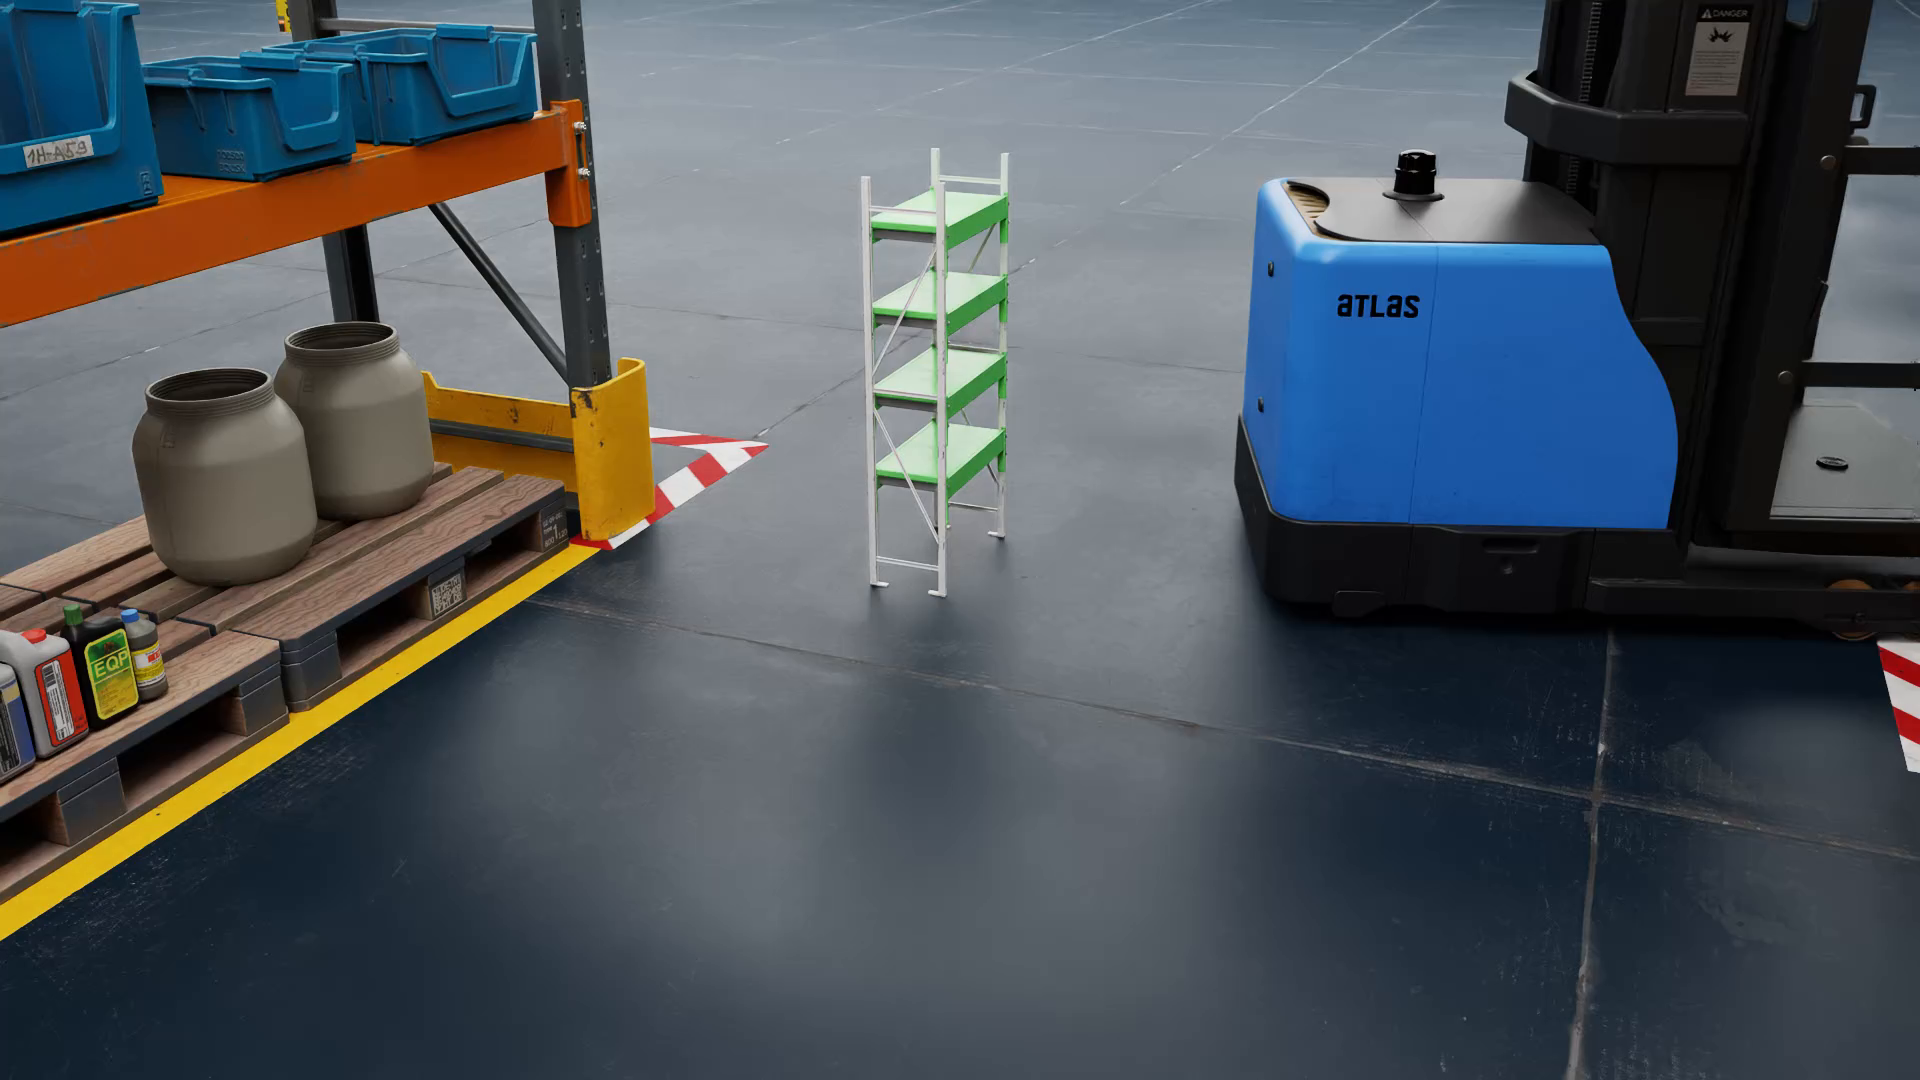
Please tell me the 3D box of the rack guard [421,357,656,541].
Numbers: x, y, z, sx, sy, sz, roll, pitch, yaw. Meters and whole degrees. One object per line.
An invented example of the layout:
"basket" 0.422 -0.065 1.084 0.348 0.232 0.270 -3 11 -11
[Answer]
"rack guard" -1.591 -0.365 5.474 1.175 0.500 0.348 9 24 20

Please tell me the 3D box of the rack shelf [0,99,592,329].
"rack shelf" -2.350 -0.504 3.499 1.077 0.370 4.000 9 24 20

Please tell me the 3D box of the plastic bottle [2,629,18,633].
"plastic bottle" -2.100 0.290 3.618 0.061 0.283 0.133 9 24 20

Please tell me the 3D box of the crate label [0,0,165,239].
"crate label" -2.039 -0.871 3.397 0.502 0.435 0.616 9 24 20

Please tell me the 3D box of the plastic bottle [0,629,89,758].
"plastic bottle" -2.001 0.308 3.584 0.152 0.276 0.135 9 24 20

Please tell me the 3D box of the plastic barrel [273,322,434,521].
"plastic barrel" -1.780 -0.351 4.882 0.421 0.512 0.421 0 23 0

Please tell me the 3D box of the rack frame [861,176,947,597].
"rack frame" -0.152 -0.407 4.668 0.240 1.200 0.015 9 24 20

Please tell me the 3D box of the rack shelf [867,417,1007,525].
"rack shelf" -0.061 -0.214 4.994 0.258 0.148 0.480 9 24 20

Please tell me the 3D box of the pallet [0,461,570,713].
"pallet" -1.898 0.059 4.836 1.003 0.211 1.213 9 24 20

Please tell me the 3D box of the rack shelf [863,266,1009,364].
"rack shelf" -0.062 -0.657 4.809 0.258 0.148 0.480 9 24 20

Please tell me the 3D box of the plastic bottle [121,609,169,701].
"plastic bottle" -1.882 0.256 3.805 0.097 0.201 0.097 0 23 0

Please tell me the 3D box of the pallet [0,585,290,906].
"pallet" -2.353 0.494 3.794 1.003 0.211 1.213 9 24 20

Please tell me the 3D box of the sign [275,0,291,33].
"sign" -2.116 -1.760 5.213 0.100 0.325 0.005 9 24 20

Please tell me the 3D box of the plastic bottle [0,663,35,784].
"plastic bottle" -2.053 0.358 3.465 0.152 0.276 0.135 8 24 19

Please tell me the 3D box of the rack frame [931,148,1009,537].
"rack frame" 0.029 -0.582 5.086 0.240 1.200 0.015 9 24 20

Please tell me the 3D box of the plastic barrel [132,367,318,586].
"plastic barrel" -1.967 -0.172 4.453 0.421 0.512 0.421 0 23 0

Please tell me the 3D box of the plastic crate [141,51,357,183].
"plastic crate" -1.762 -1.030 4.017 0.499 0.251 0.408 9 24 20

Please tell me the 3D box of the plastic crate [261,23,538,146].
"plastic crate" -1.515 -1.261 4.571 0.499 0.251 0.616 9 24 20

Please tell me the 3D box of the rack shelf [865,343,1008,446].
"rack shelf" -0.062 -0.435 4.902 0.258 0.148 0.480 9 24 20

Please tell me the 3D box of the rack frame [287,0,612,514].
"rack frame" -1.607 -1.552 5.074 1.000 3.000 0.127 9 24 20

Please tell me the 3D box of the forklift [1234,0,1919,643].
"forklift" 2.399 -1.281 4.515 3.031 2.935 1.130 1 23 3

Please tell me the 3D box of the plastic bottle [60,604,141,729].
"plastic bottle" -1.909 0.263 3.683 0.061 0.283 0.133 9 24 21

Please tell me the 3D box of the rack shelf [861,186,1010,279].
"rack shelf" -0.062 -0.878 4.717 0.258 0.148 0.480 9 24 20

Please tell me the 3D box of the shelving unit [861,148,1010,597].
"shelving unit" -0.062 -0.494 4.877 0.258 1.200 0.503 9 24 20
